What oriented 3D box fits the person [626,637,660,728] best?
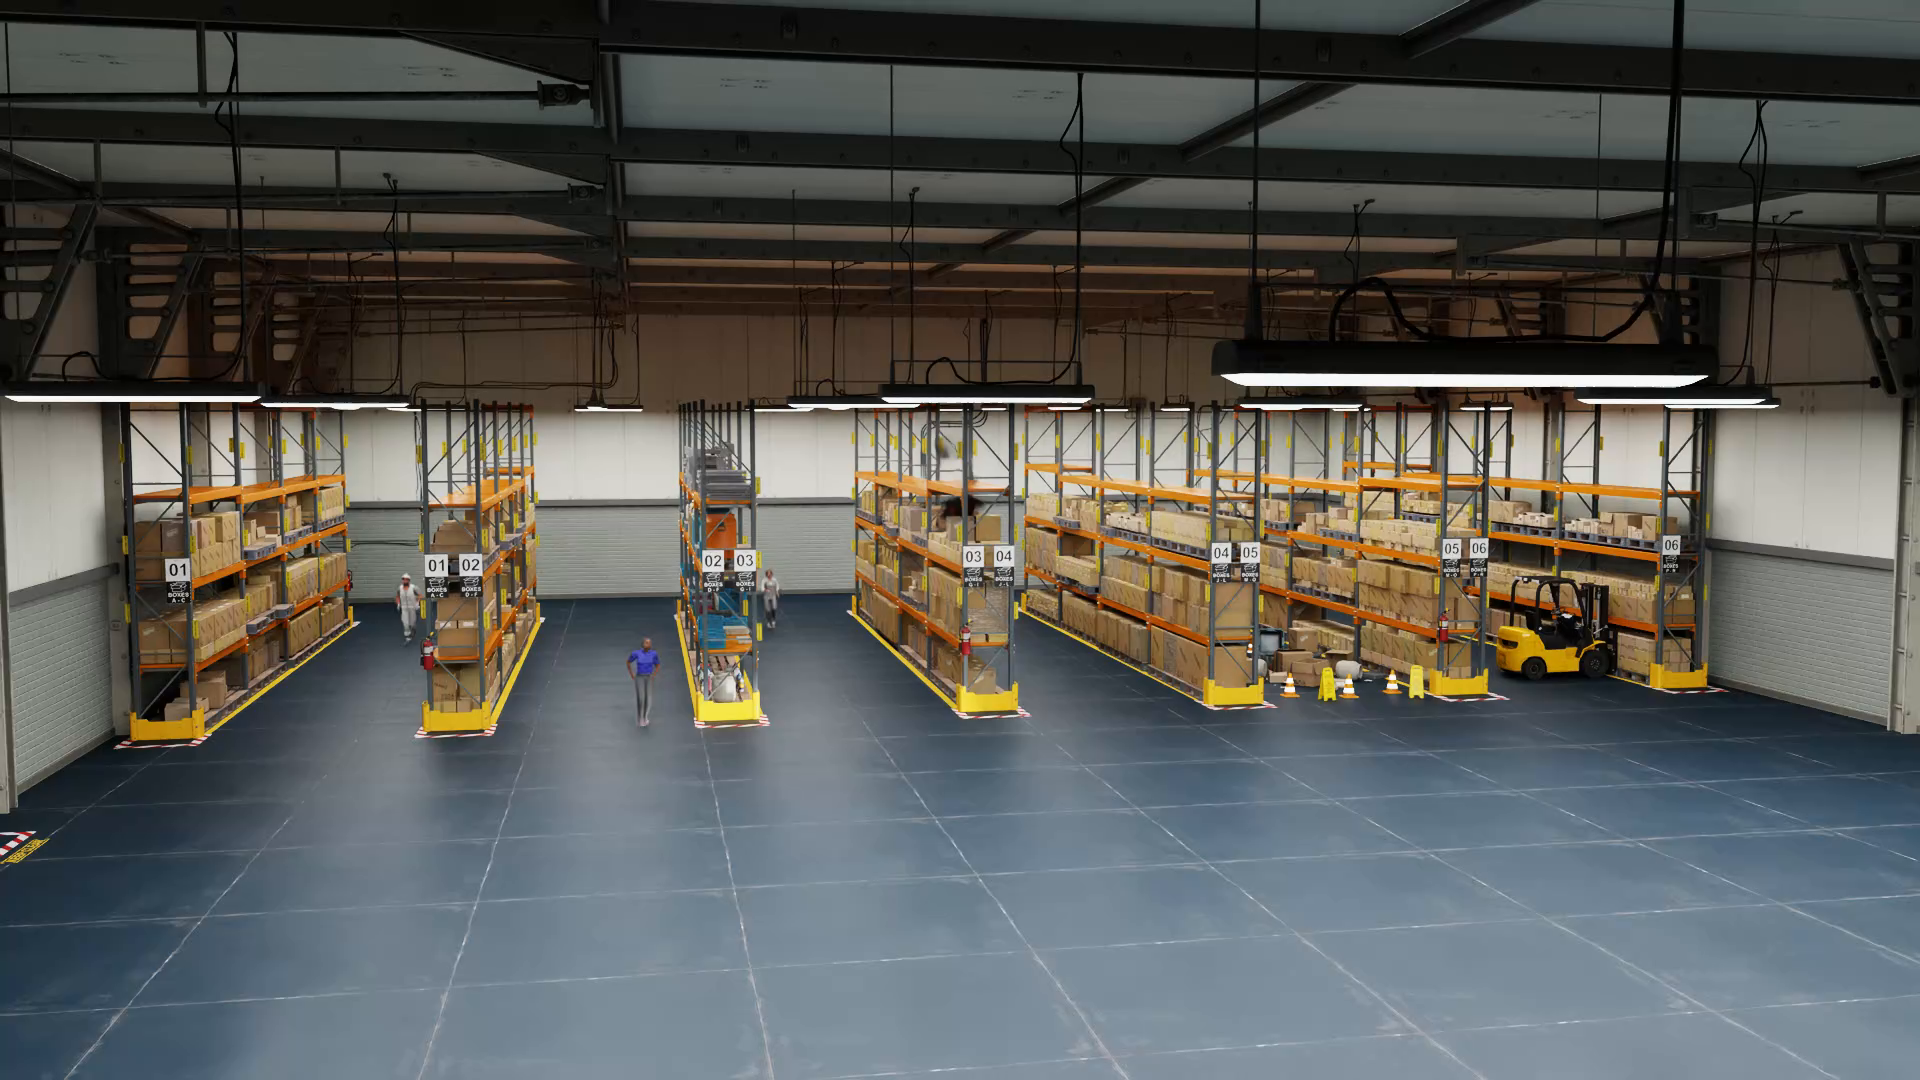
[{"bbox_3d":[-5.798,2.605,30.574,0.590,1.647,0.637,-2,5,-22],"label":"person"}]

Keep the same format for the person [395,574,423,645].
[{"bbox_3d":[-13.758,1.725,41.536,0.655,1.763,0.678,0,4,-6],"label":"person"}]

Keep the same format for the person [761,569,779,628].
[{"bbox_3d":[-5.065,1.568,44.435,0.511,1.570,0.636,-1,4,-13],"label":"person"}]
